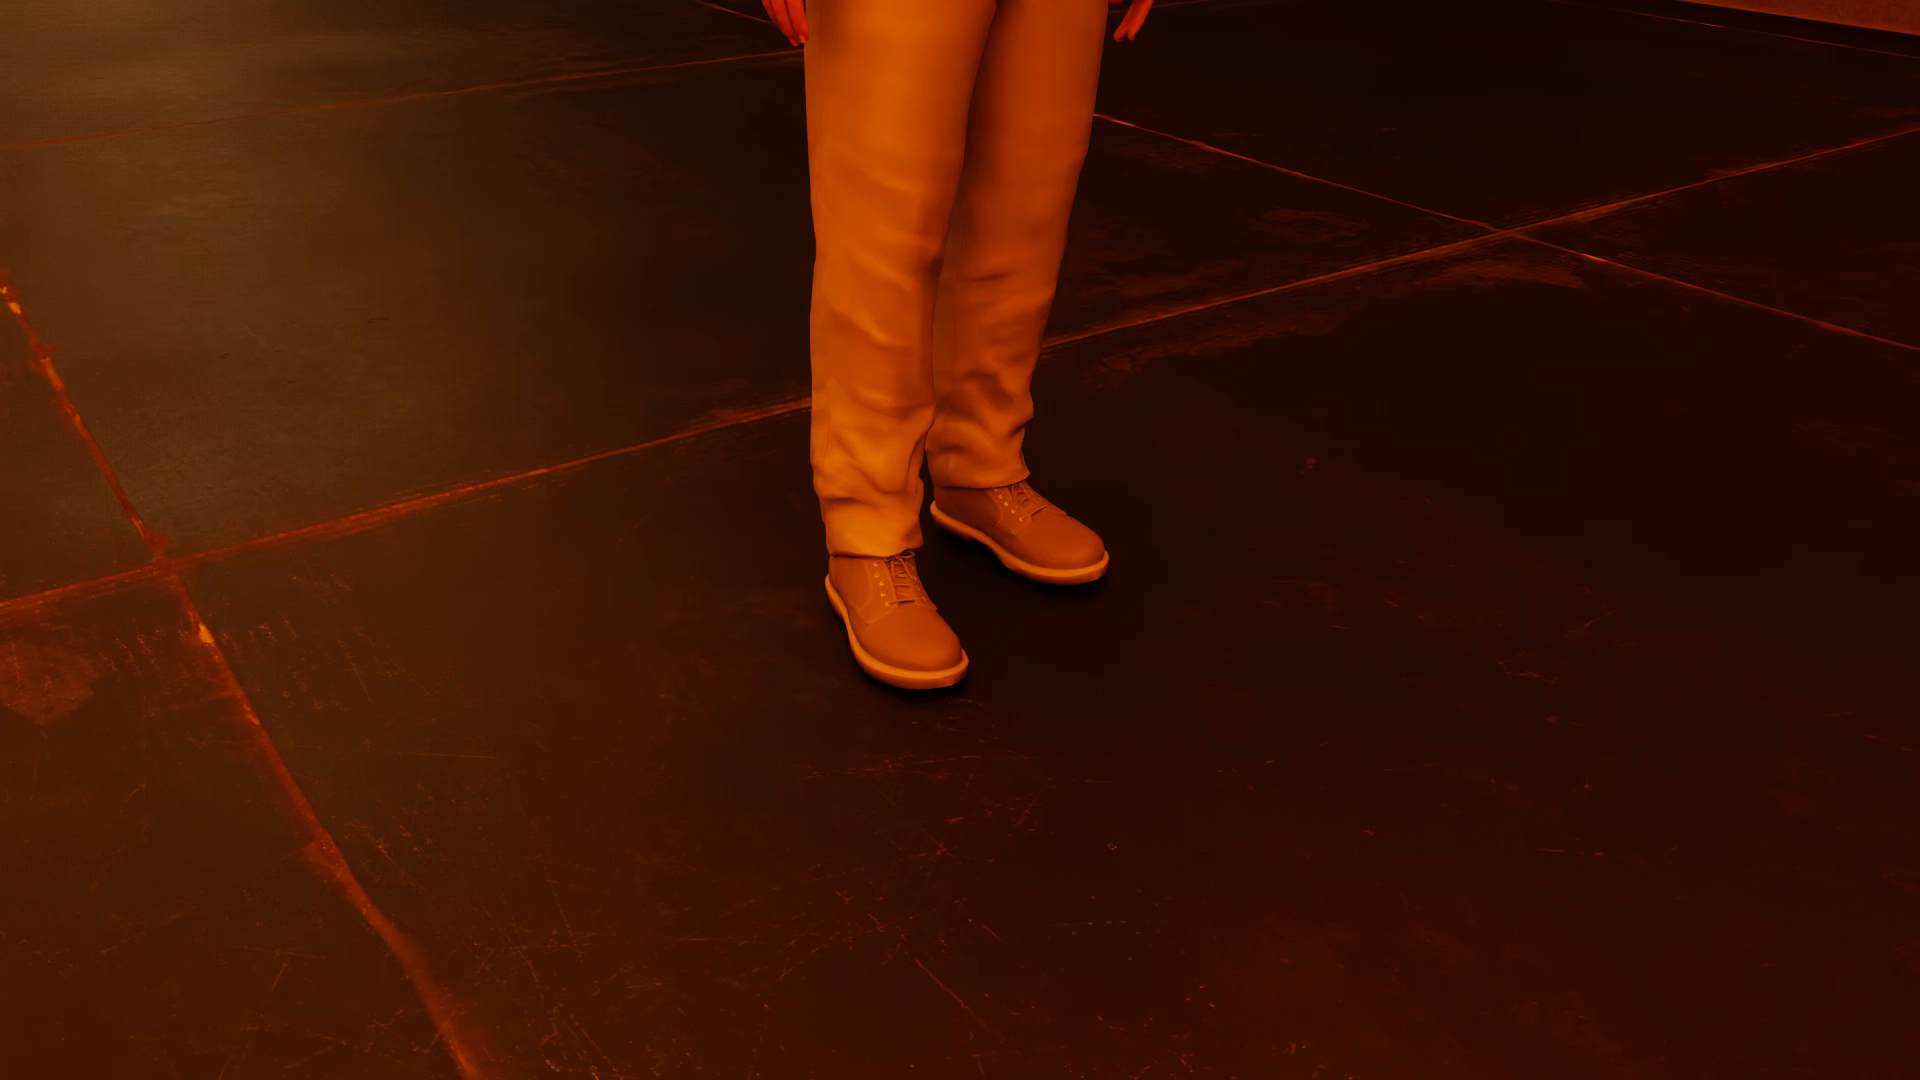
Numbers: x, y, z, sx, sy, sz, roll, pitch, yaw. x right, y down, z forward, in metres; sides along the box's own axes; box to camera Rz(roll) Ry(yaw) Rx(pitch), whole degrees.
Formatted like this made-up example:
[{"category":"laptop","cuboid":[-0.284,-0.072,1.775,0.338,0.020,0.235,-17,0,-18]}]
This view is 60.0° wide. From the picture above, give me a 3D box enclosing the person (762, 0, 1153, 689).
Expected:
[{"category":"person","cuboid":[0.034,-0.771,2.034,0.640,1.781,0.575,-17,31,-31]}]
